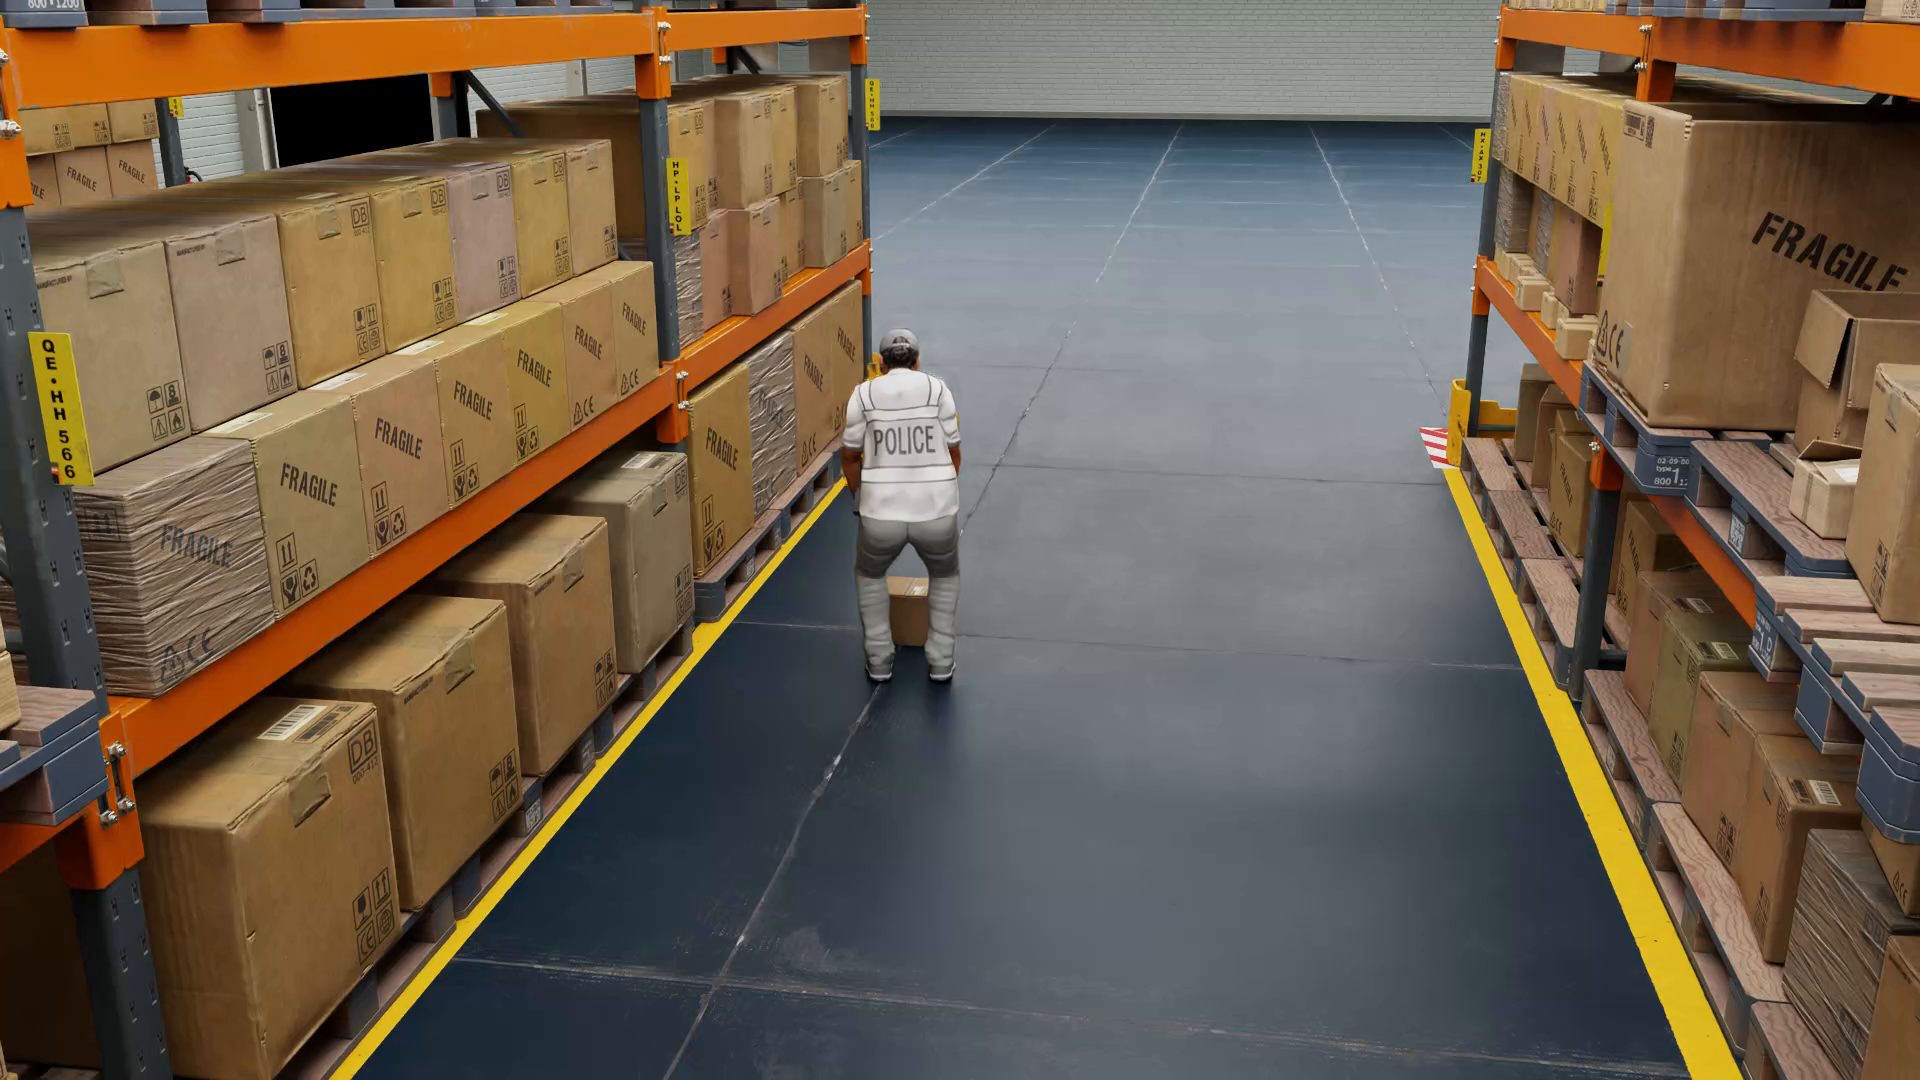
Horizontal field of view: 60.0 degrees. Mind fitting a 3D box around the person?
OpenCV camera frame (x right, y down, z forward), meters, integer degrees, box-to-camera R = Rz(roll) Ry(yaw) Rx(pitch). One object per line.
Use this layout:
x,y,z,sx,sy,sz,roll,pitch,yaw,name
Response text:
-0.255,-0.129,7.200,0.522,1.523,0.611,0,18,0,person
